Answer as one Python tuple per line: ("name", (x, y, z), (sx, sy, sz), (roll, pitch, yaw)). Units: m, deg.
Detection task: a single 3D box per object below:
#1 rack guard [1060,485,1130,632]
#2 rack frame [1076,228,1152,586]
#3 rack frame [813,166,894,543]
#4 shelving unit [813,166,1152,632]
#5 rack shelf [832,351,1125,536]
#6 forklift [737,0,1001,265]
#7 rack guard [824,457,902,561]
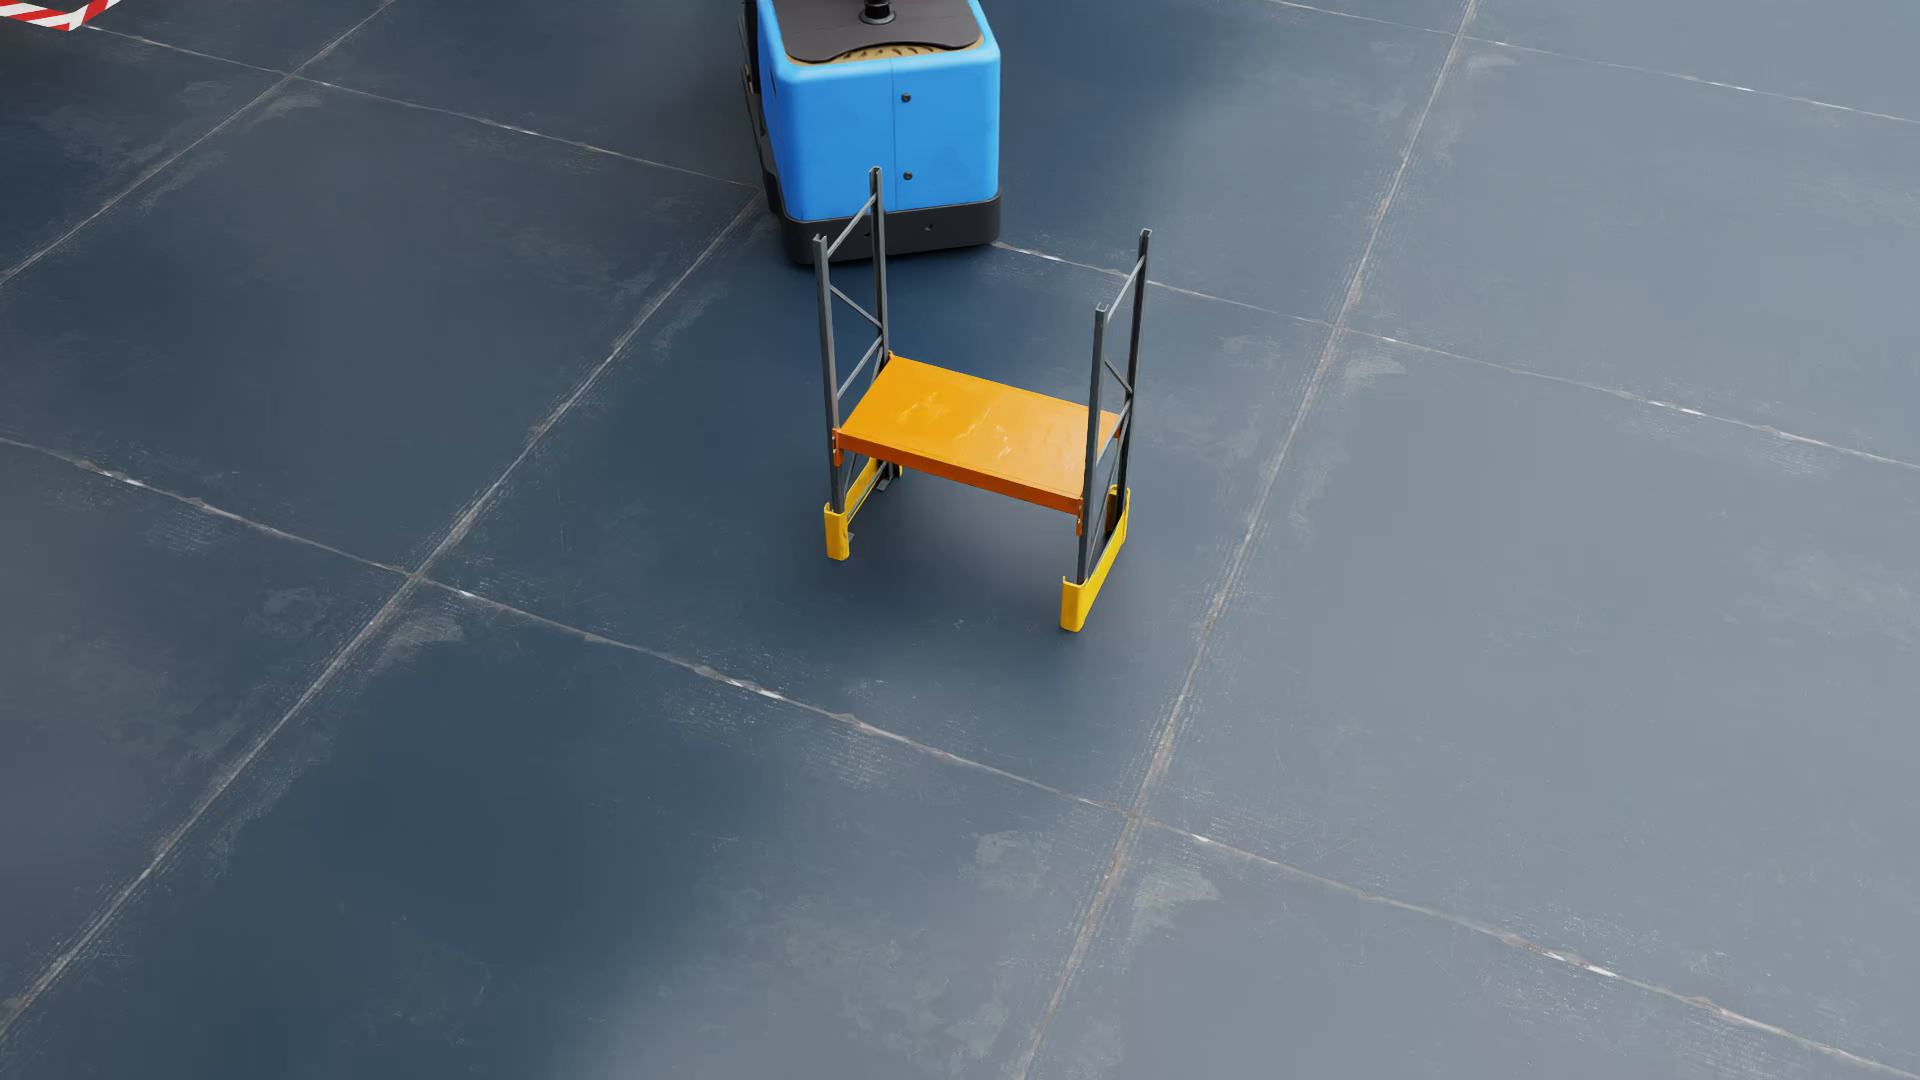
("rack guard", (0.530, 0.067, 6.505), (0.087, 0.250, 0.587), (16, 47, 16))
("rack frame", (0.548, -0.370, 6.059), (0.032, 1.500, 0.500), (16, 47, 16))
("rack frame", (-0.390, -0.647, 6.336), (0.032, 1.500, 0.500), (16, 47, 16))
("shelving unit", (0.070, -0.511, 6.200), (1.083, 1.500, 0.587), (16, 47, 16))
("rack shelf", (0.079, -0.381, 6.325), (1.000, 0.185, 0.538), (16, 47, 16))
("forklift", (-0.601, -3.415, 8.104), (1.130, 2.935, 3.031), (-8, 45, -8))
("rack guard", (-0.389, -0.203, 6.777), (0.087, 0.250, 0.587), (16, 47, 16))
